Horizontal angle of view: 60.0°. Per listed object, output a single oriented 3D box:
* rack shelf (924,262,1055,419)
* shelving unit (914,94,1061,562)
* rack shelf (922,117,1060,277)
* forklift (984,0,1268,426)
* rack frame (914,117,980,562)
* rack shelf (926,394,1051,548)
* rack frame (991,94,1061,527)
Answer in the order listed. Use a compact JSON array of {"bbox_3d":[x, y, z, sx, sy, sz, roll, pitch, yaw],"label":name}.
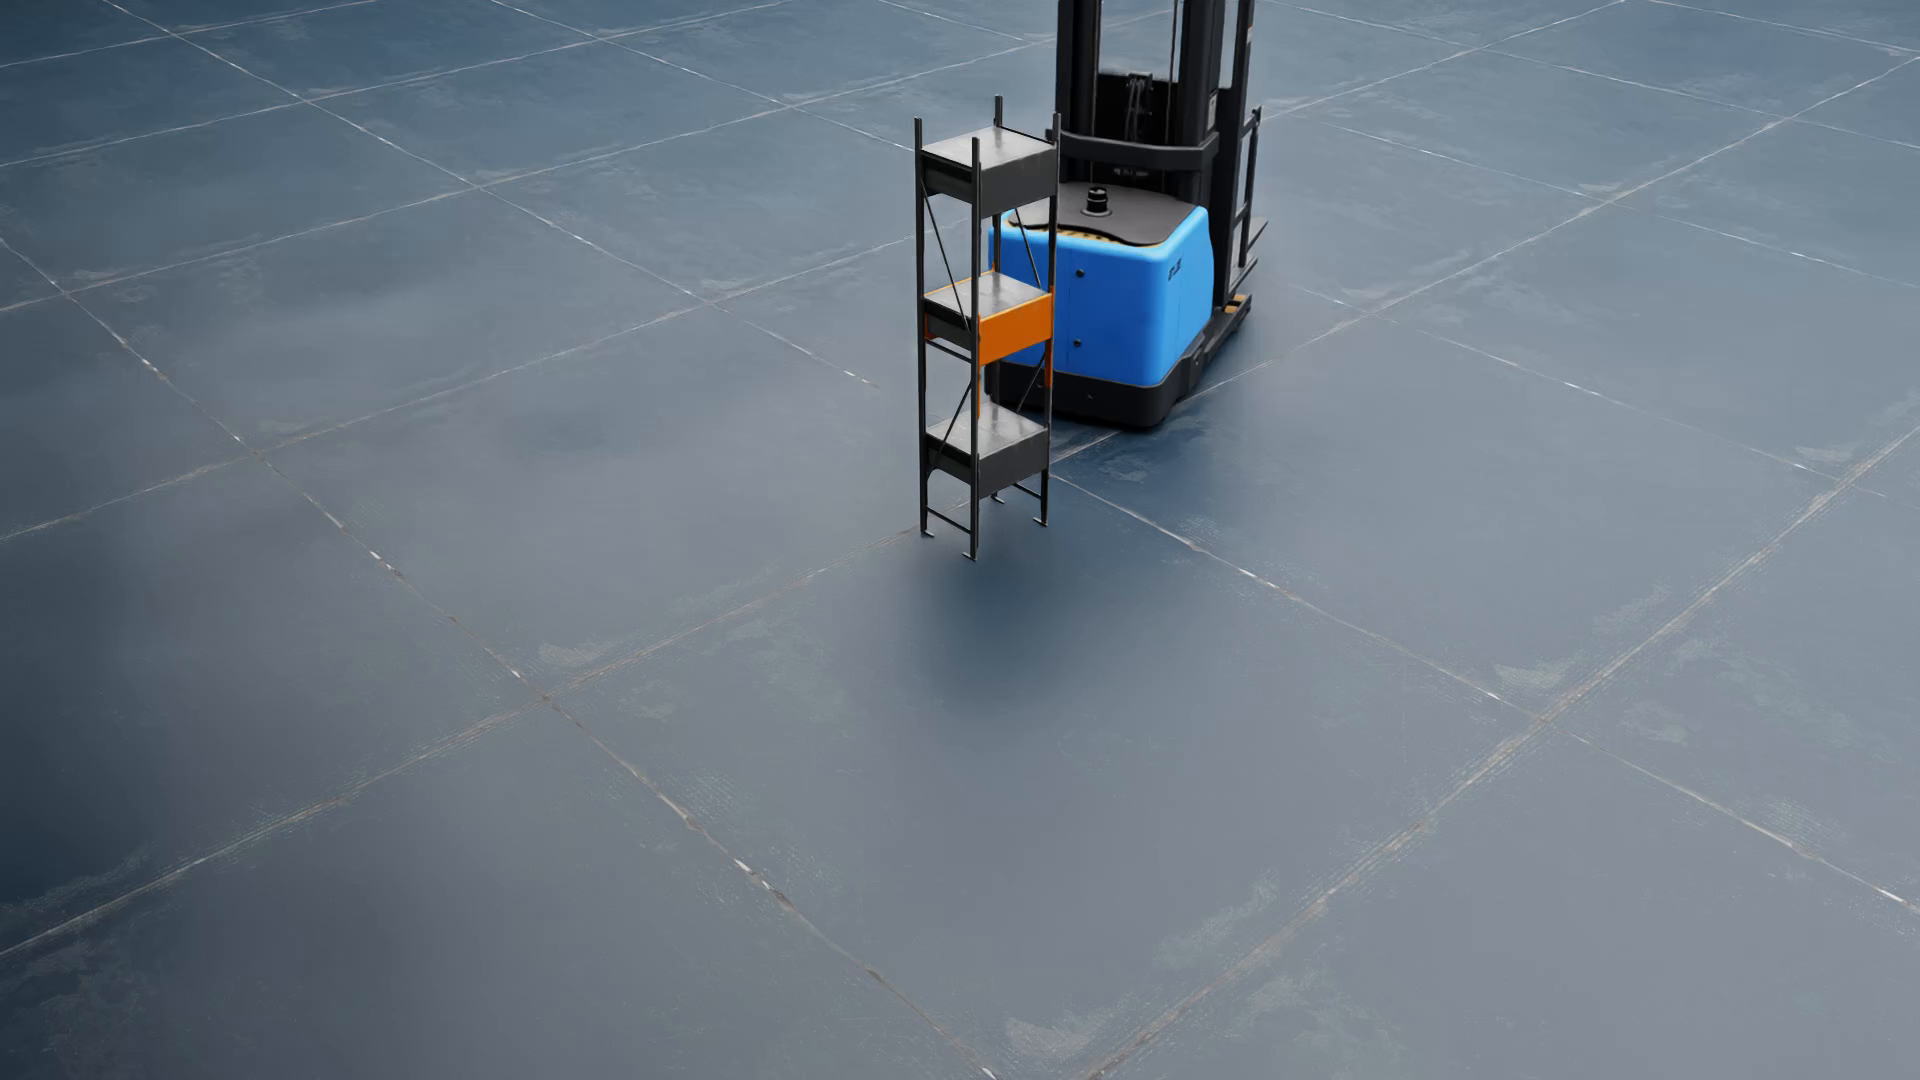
[{"bbox_3d":[0.121,-0.943,7.805,0.480,0.518,0.431,-26,40,-35],"label":"rack shelf"},{"bbox_3d":[0.121,-0.955,7.798,0.503,2.100,0.431,-26,40,-35],"label":"shelving unit"},{"bbox_3d":[0.121,-1.540,7.440,0.480,0.518,0.431,-26,40,-35],"label":"rack shelf"},{"bbox_3d":[1.197,-2.627,9.736,1.130,2.935,3.031,13,34,20],"label":"forklift"},{"bbox_3d":[-0.058,-0.868,7.657,0.015,2.100,0.400,-26,40,-35],"label":"rack frame"},{"bbox_3d":[0.121,-0.346,8.171,0.480,0.518,0.431,-26,40,-35],"label":"rack shelf"},{"bbox_3d":[0.300,-1.041,7.940,0.015,2.100,0.400,-26,40,-35],"label":"rack frame"}]
